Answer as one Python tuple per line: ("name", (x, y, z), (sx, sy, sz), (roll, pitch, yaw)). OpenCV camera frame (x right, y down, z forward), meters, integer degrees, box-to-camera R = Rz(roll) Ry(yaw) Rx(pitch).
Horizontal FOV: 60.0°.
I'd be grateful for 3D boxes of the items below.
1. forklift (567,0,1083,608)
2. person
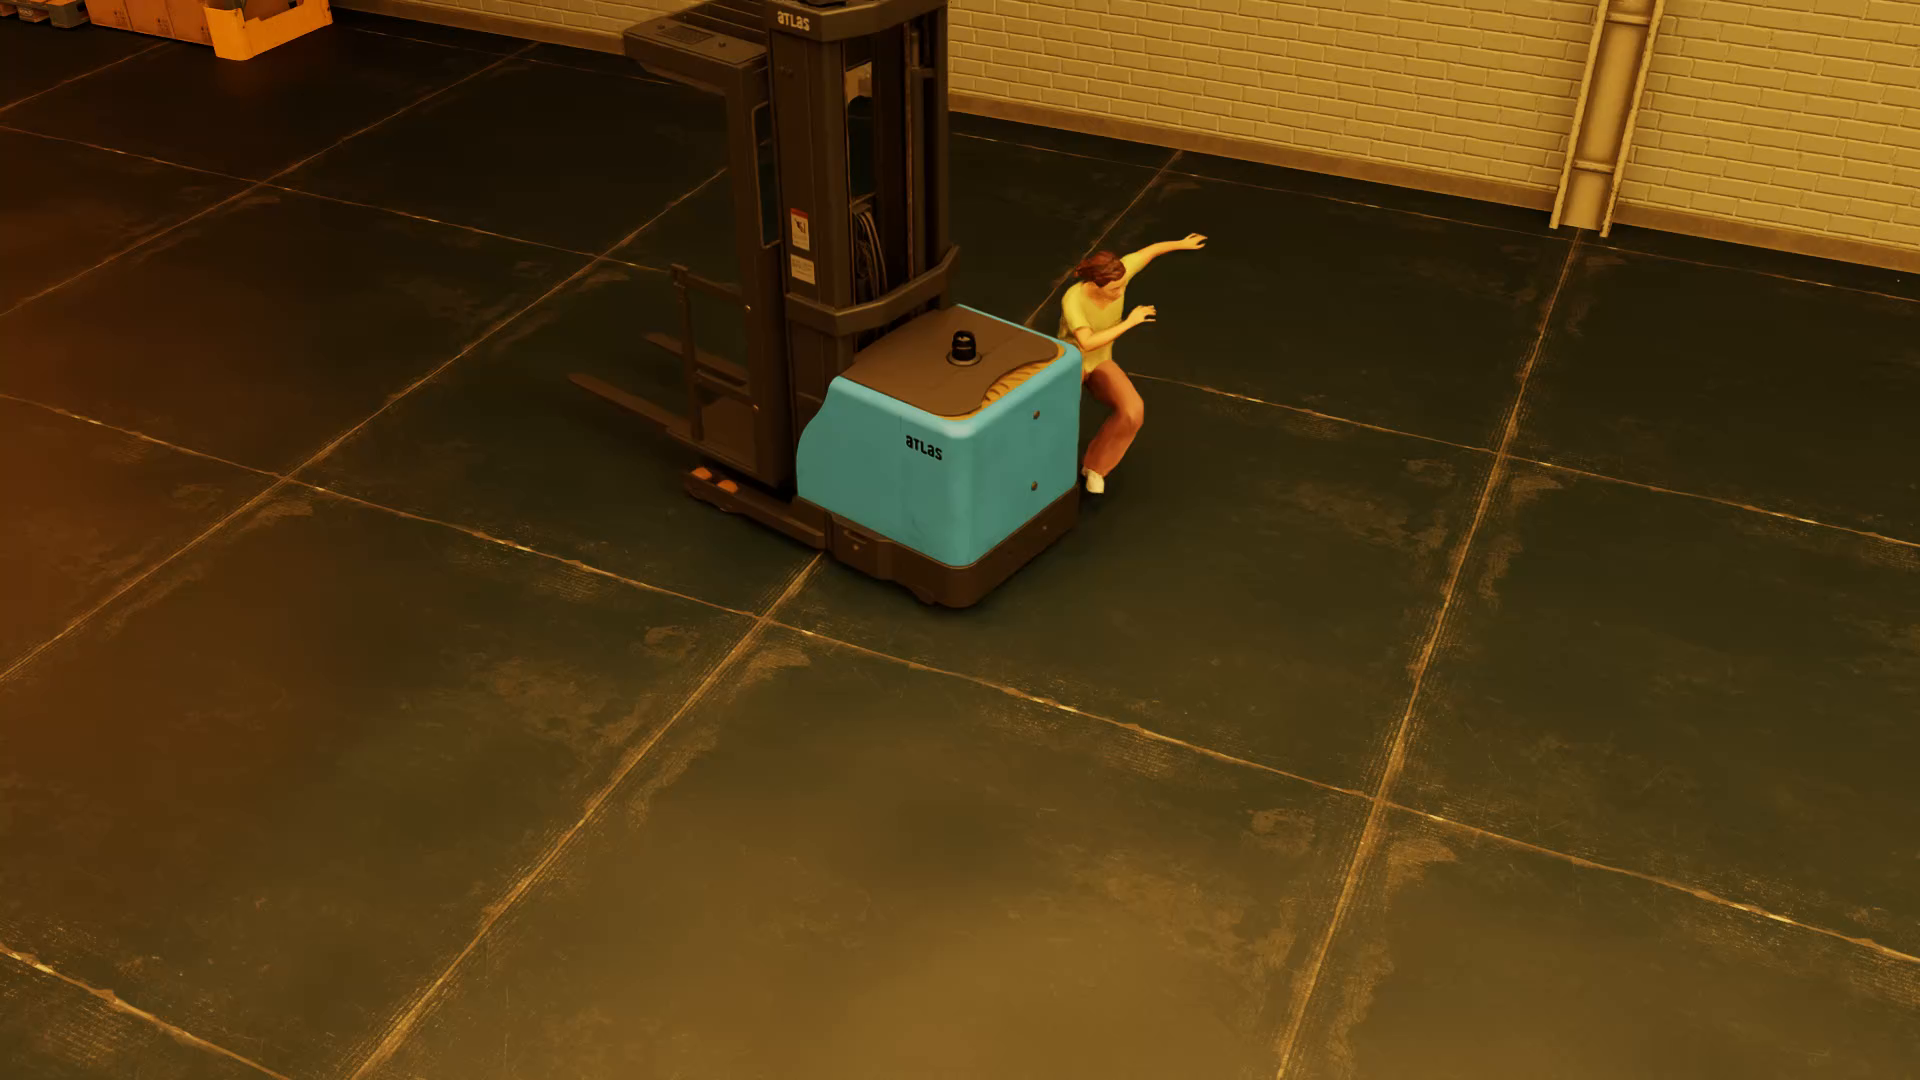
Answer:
("forklift", (-0.861, -1.561, 8.275), (3.031, 2.935, 1.130), (24, 42, 30))
("person", (0.816, -0.947, 8.728), (1.378, 1.309, 0.627), (-19, 40, -25))
